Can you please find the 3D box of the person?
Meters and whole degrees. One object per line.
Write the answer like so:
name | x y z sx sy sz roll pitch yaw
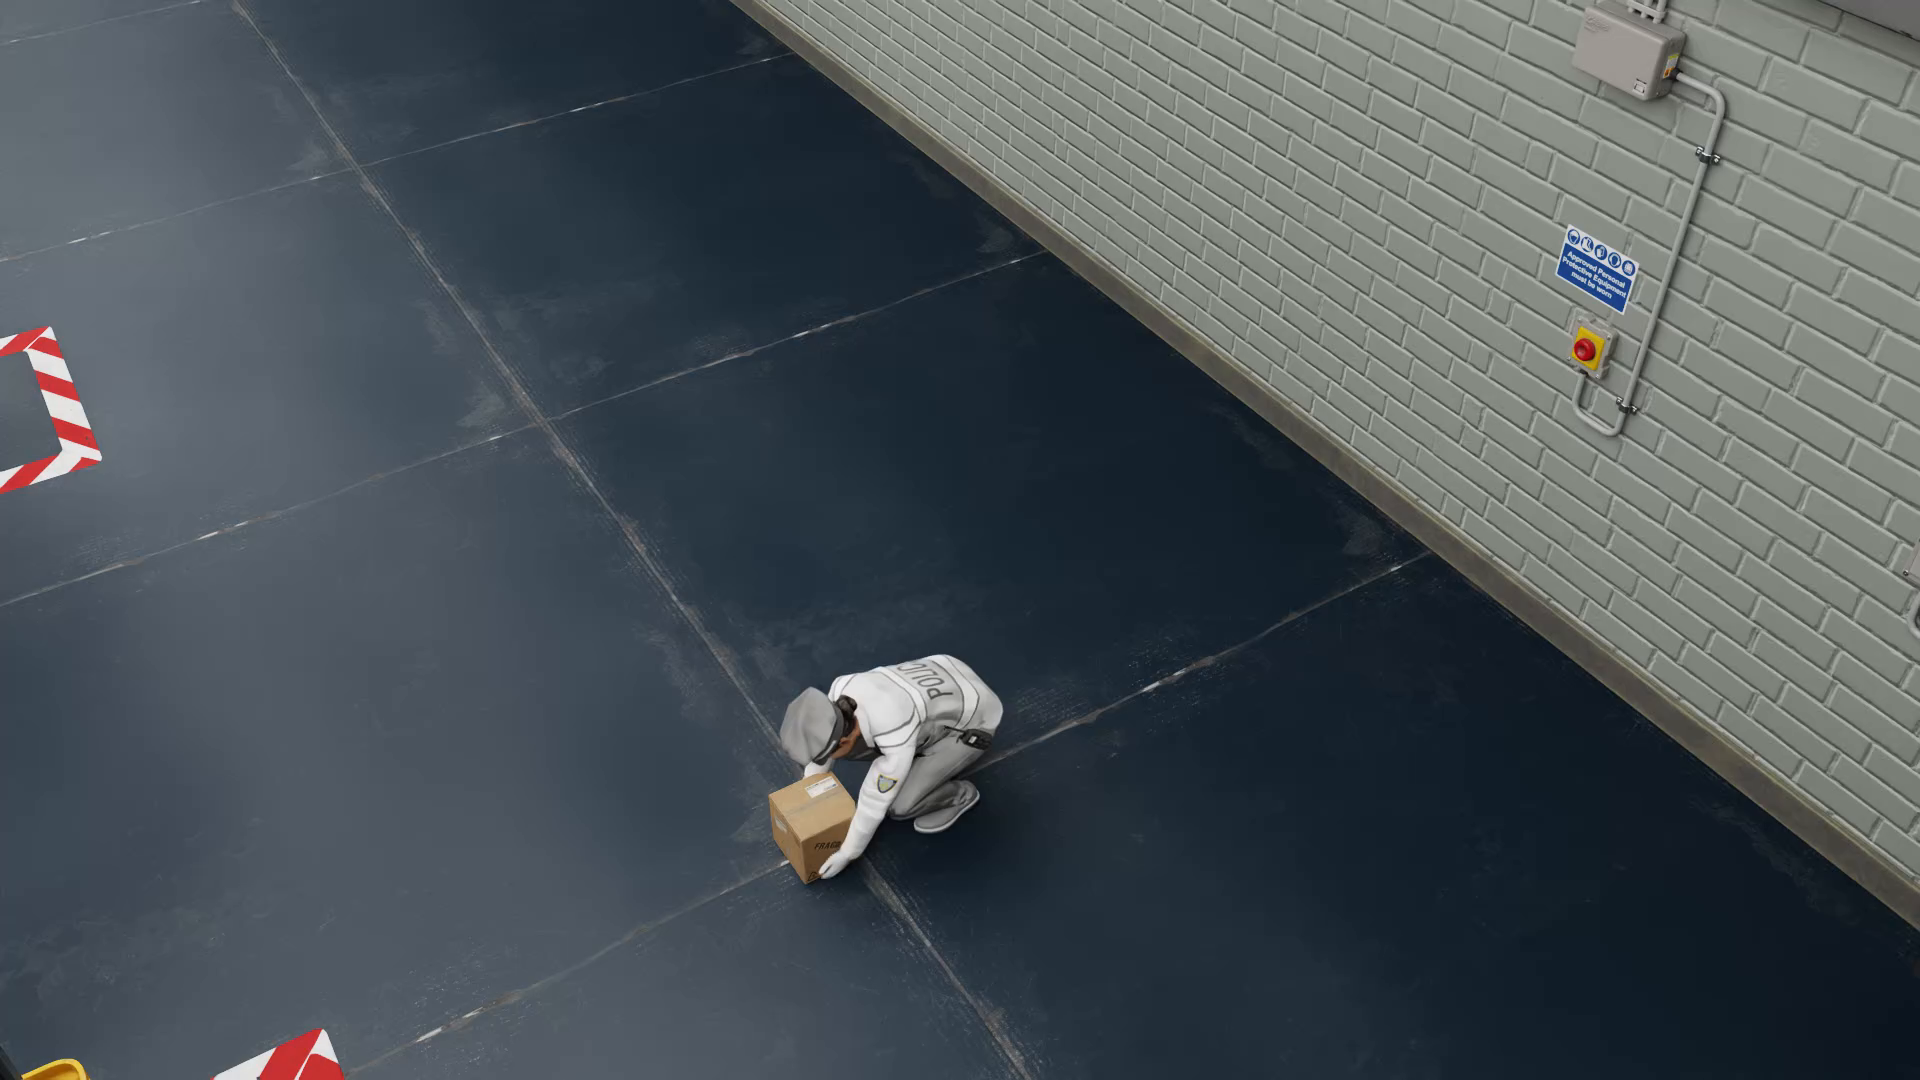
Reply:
person | -0.251 0.731 5.992 0.869 0.848 0.475 -23 46 -24
